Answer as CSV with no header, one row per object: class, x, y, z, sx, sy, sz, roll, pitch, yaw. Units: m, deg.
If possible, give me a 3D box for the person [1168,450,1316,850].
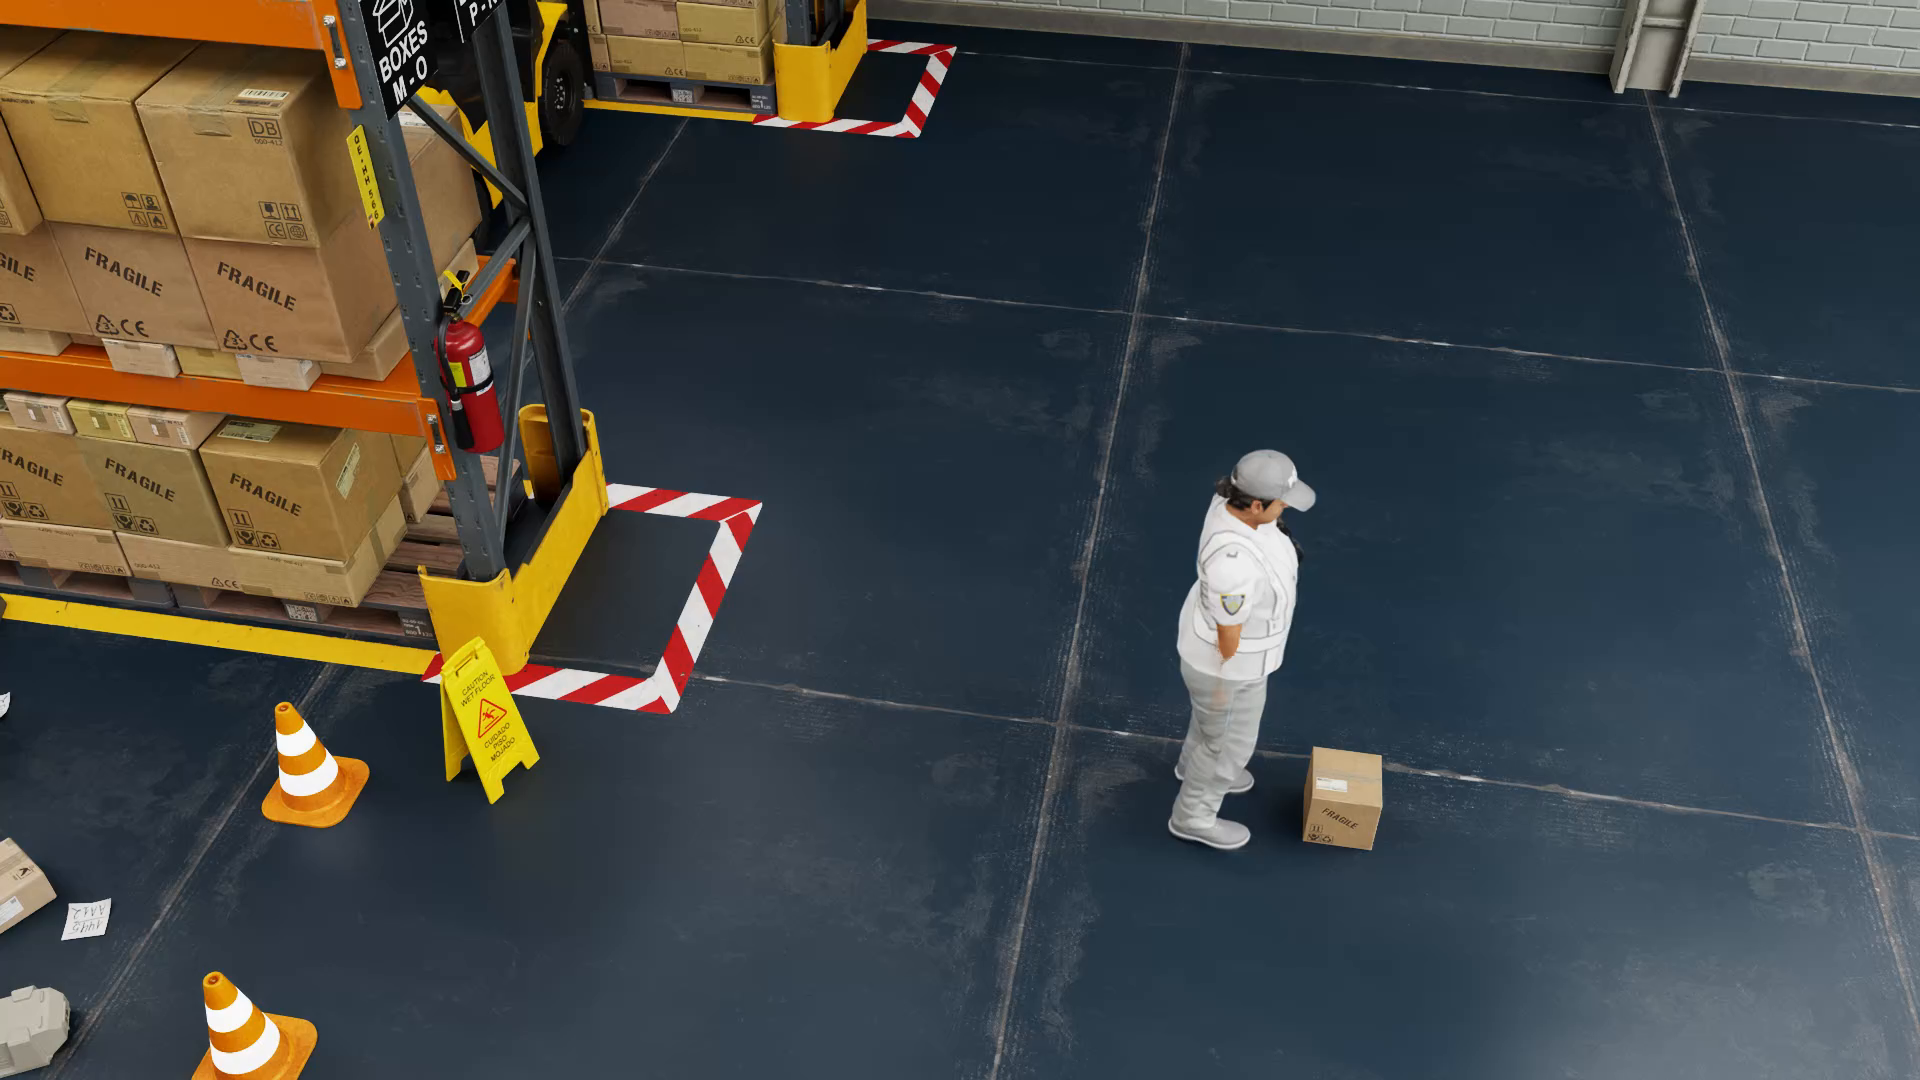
person,0.945,0.362,5.748,0.389,1.655,0.473,7,41,8
